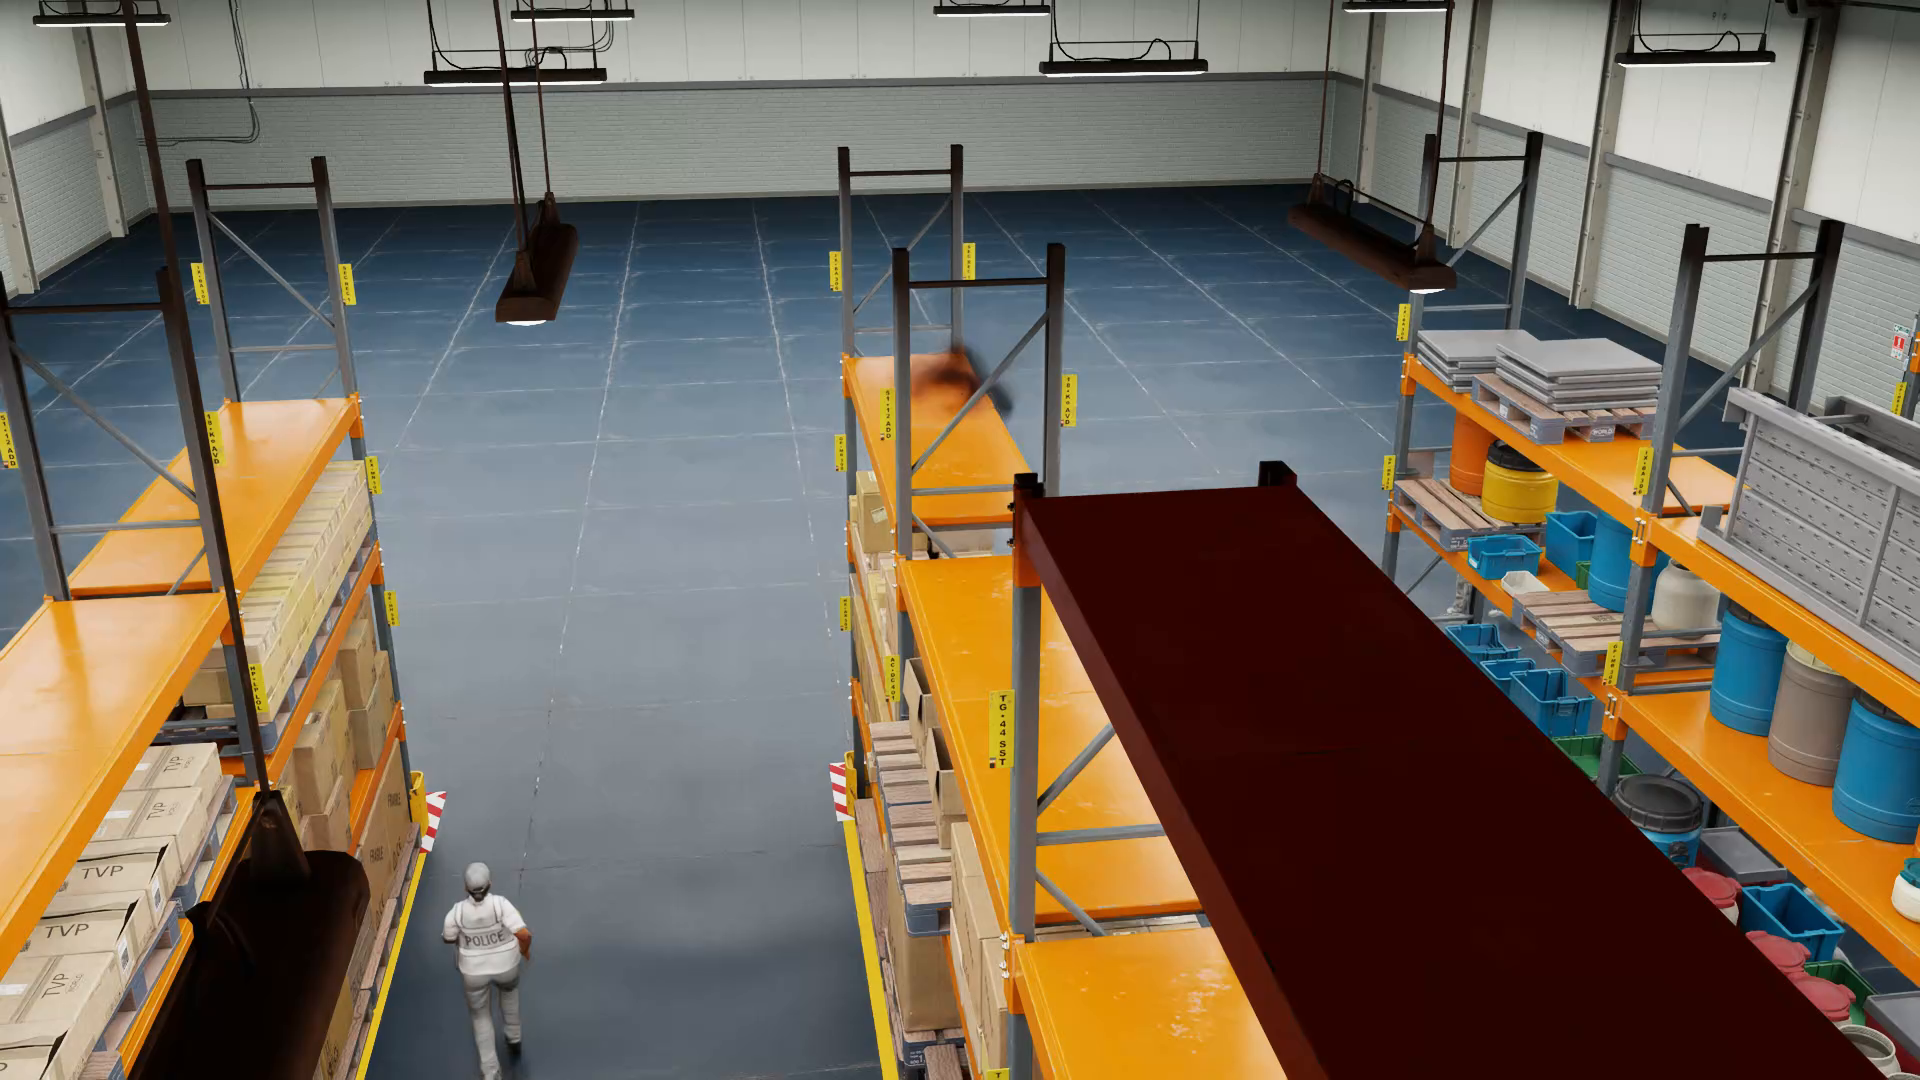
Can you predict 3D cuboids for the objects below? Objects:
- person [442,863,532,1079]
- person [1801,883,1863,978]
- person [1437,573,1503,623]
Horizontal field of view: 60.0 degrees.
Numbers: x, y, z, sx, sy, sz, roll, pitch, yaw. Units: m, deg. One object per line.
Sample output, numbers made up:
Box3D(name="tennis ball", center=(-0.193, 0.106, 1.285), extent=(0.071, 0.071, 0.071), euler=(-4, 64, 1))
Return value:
Box3D(name="person", center=(-3.300, 3.047, 11.693), extent=(0.580, 1.727, 0.770), euler=(-8, 23, -19))
Box3D(name="person", center=(6.489, 2.757, 12.454), extent=(0.632, 1.656, 0.778), euler=(-4, 22, -10))
Box3D(name="person", center=(5.935, 0.121, 18.902), extent=(0.869, 1.815, 0.705), euler=(6, 22, 16))
